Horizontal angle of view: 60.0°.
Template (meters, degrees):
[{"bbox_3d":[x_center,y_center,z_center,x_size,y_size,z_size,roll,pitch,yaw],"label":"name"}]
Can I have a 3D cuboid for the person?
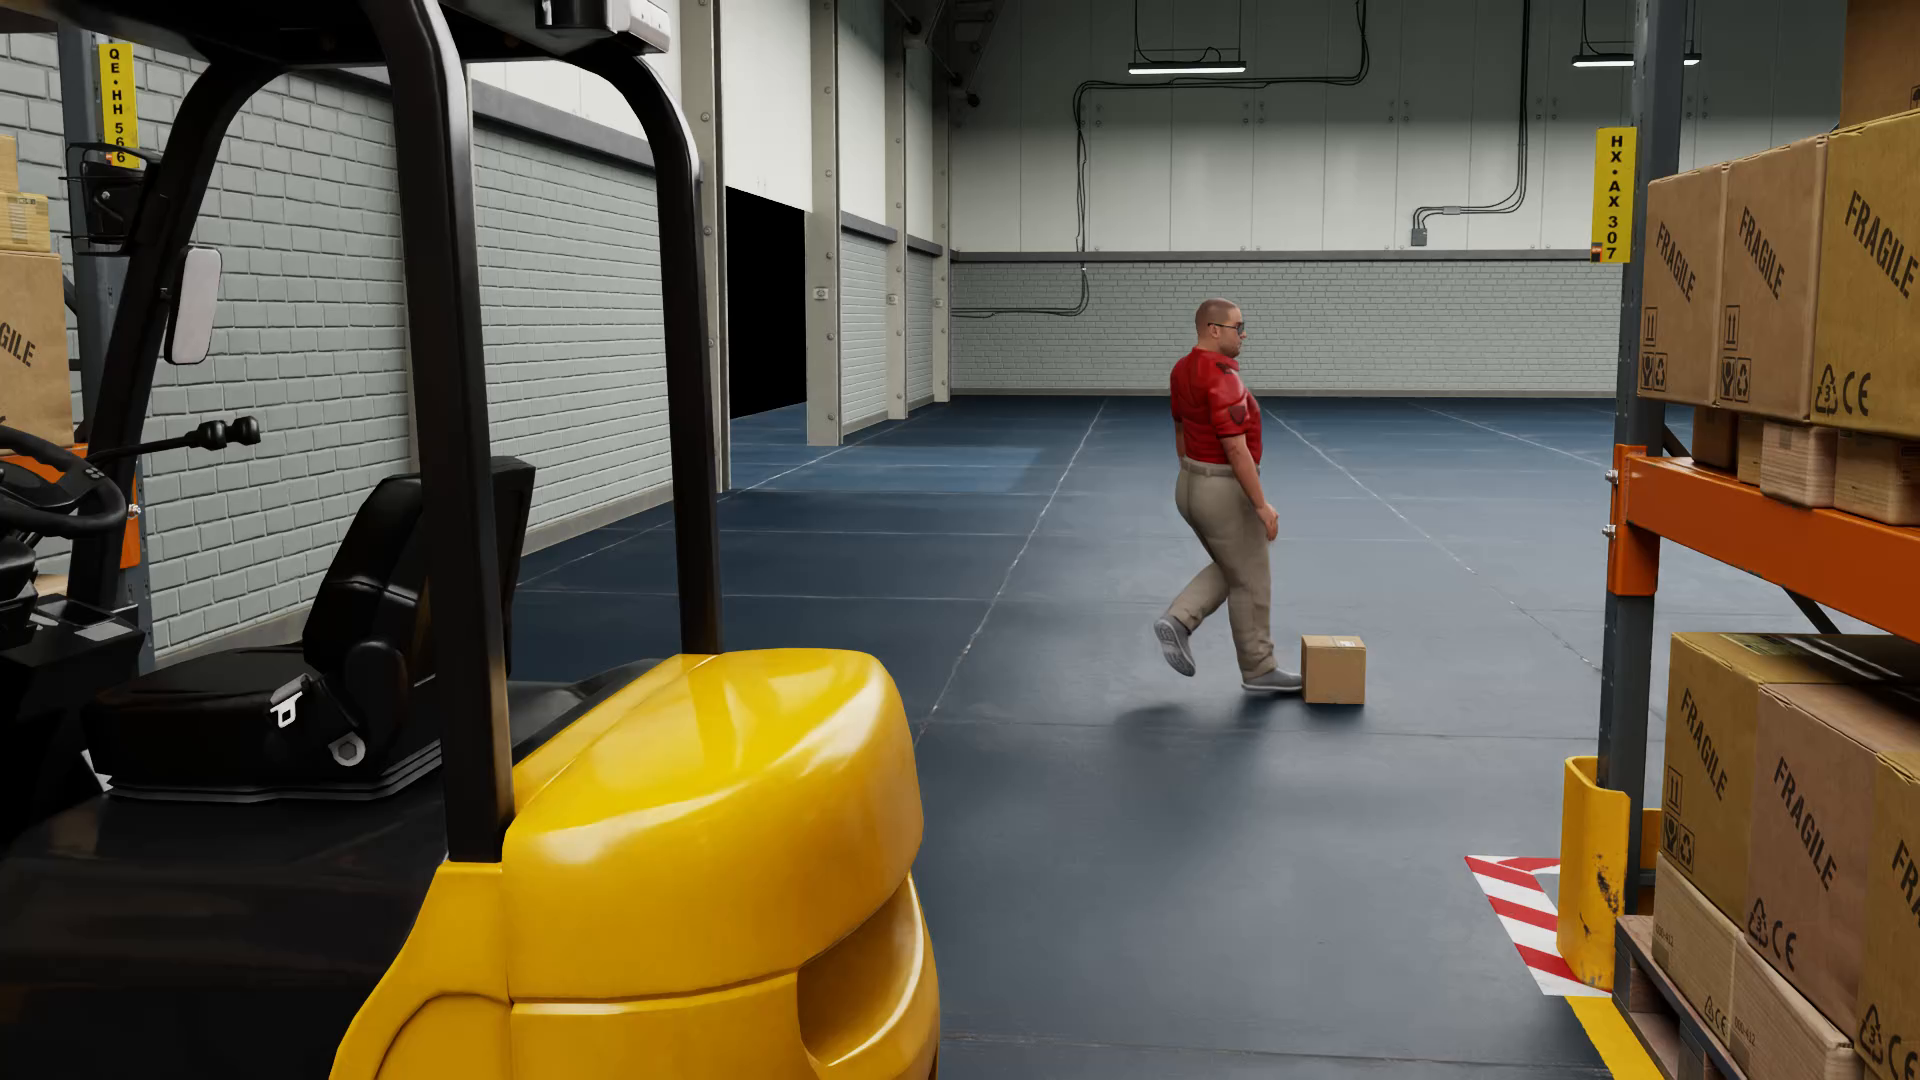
[{"bbox_3d":[1.213,-0.181,7.183,0.701,1.711,0.611,-2,8,-14],"label":"person"}]
